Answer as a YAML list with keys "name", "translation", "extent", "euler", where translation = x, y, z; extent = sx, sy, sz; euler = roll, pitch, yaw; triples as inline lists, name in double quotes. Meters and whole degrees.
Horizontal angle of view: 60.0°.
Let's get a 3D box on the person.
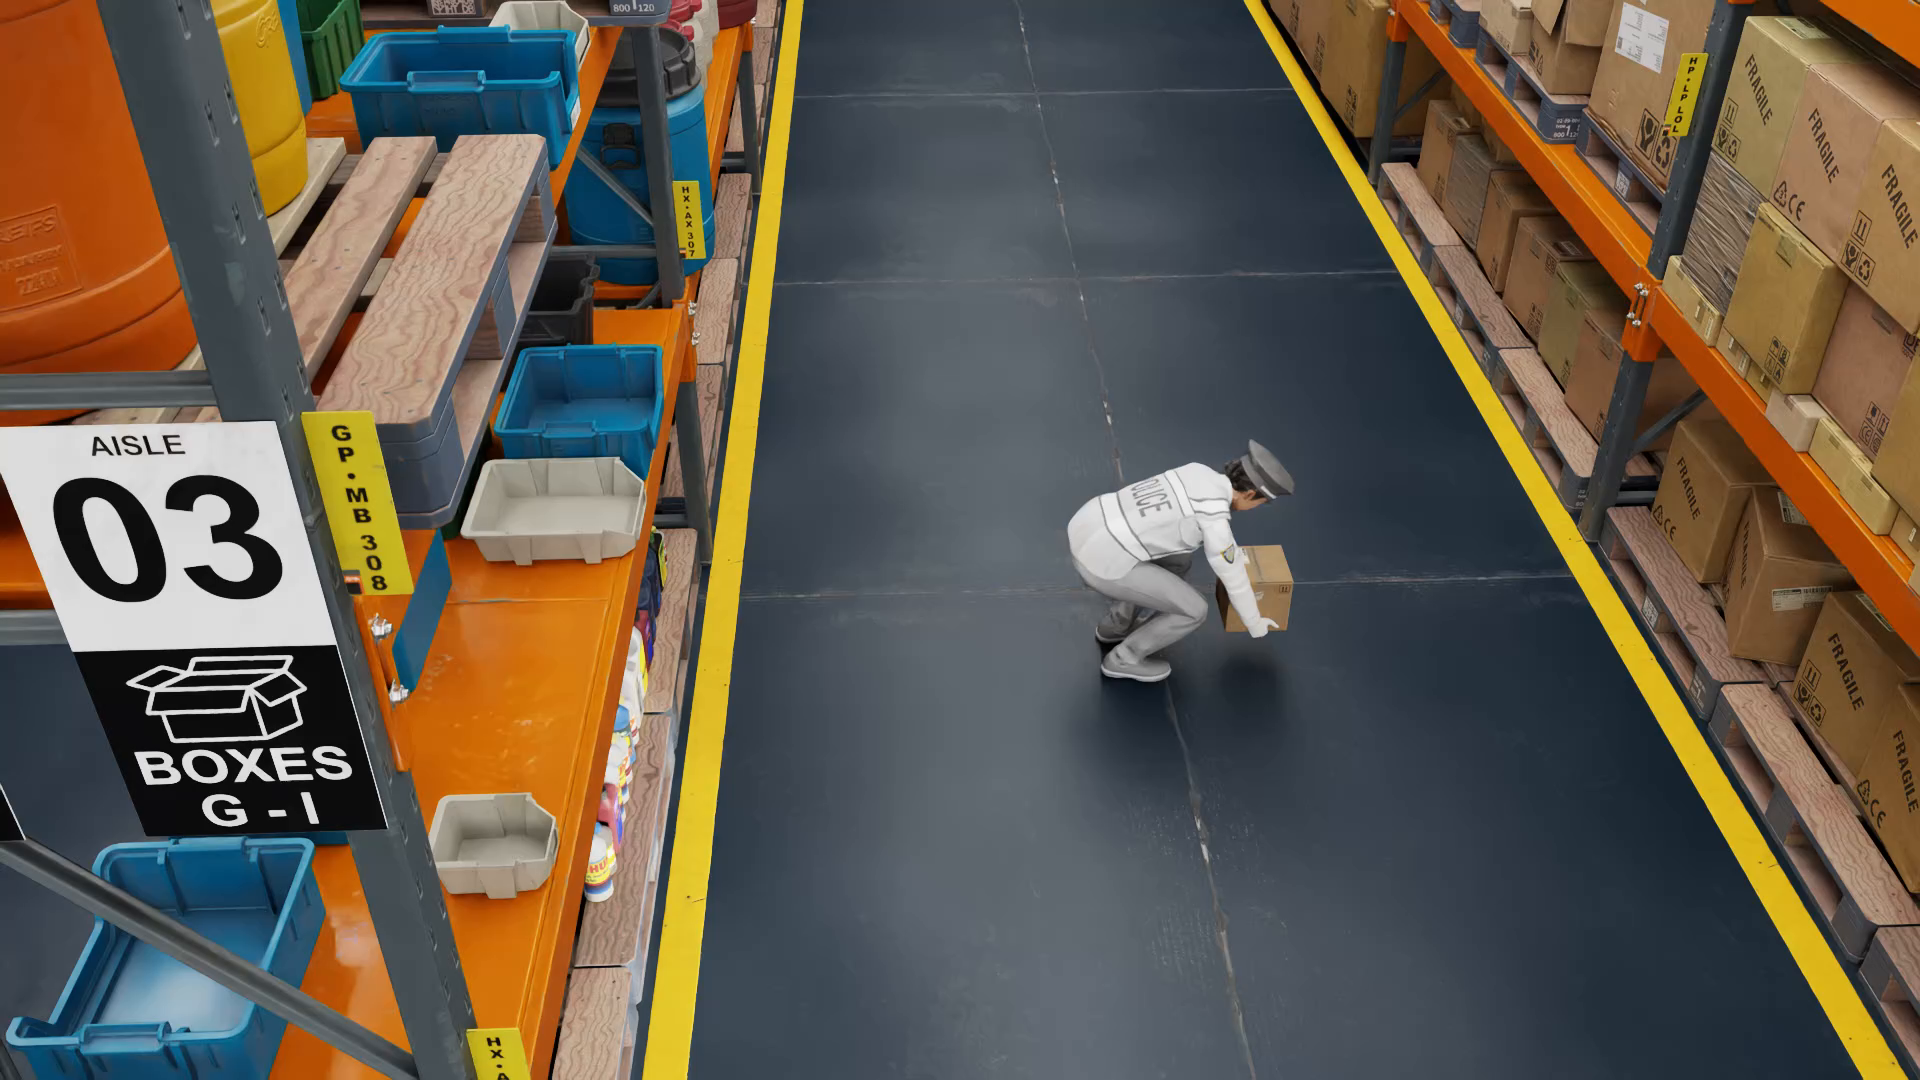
- name: "person"
  translation: [0.868, 0.074, 6.639]
  extent: [0.884, 0.980, 0.460]
  euler: [-3, 36, -4]
